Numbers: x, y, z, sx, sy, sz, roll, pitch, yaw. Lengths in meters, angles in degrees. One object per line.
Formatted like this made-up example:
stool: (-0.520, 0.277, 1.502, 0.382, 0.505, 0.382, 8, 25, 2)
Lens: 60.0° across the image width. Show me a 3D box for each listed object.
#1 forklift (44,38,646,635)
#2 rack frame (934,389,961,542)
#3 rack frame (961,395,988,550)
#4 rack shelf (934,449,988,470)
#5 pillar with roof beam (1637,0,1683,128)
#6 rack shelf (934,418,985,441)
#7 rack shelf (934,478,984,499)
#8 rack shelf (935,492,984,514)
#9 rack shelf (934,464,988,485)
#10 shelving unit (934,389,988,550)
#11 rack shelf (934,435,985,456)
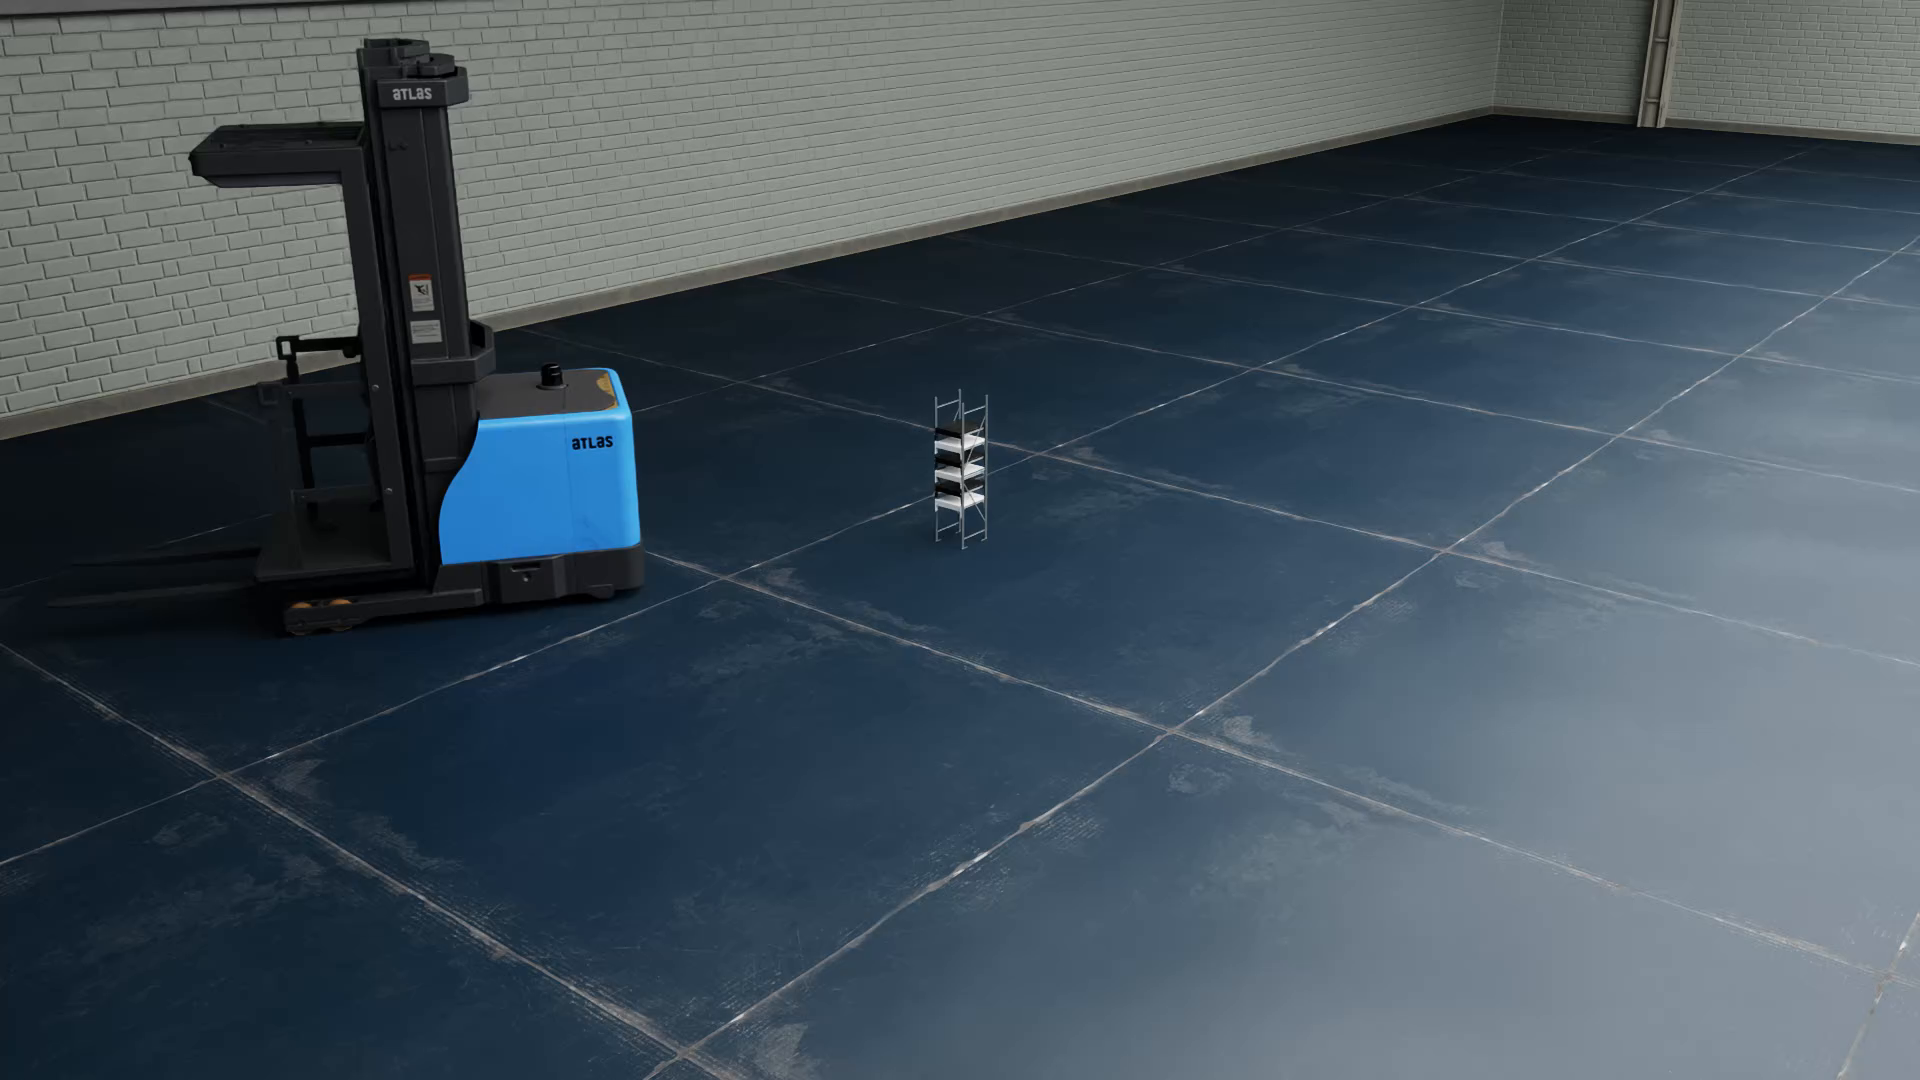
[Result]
forklift: (-3.320, -1.079, 8.755, 3.031, 2.935, 1.130, -6, 21, -15)
rack frame: (-0.072, -0.442, 9.944, 0.006, 0.900, 0.240, 16, 26, 36)
rack frame: (0.085, -0.397, 9.823, 0.006, 0.900, 0.240, 16, 26, 36)
rack shelf: (0.006, -0.472, 9.863, 0.200, 0.077, 0.258, 16, 26, 36)
pillar with roof beam: (9.532, -10.369, 24.791, 0.400, 9.000, 9.100, 16, 26, 36)
rack shelf: (0.006, -0.641, 9.800, 0.200, 0.077, 0.258, 16, 26, 36)
rack shelf: (0.006, -0.304, 9.927, 0.200, 0.077, 0.258, 16, 26, 36)
rack shelf: (0.006, -0.220, 9.959, 0.200, 0.077, 0.258, 16, 26, 36)
rack shelf: (0.006, -0.388, 9.895, 0.200, 0.077, 0.258, 16, 26, 36)
shelving unit: (0.006, -0.419, 9.883, 0.210, 0.900, 0.258, 16, 26, 36)
rack shelf: (0.006, -0.556, 9.832, 0.200, 0.077, 0.258, 16, 26, 36)
